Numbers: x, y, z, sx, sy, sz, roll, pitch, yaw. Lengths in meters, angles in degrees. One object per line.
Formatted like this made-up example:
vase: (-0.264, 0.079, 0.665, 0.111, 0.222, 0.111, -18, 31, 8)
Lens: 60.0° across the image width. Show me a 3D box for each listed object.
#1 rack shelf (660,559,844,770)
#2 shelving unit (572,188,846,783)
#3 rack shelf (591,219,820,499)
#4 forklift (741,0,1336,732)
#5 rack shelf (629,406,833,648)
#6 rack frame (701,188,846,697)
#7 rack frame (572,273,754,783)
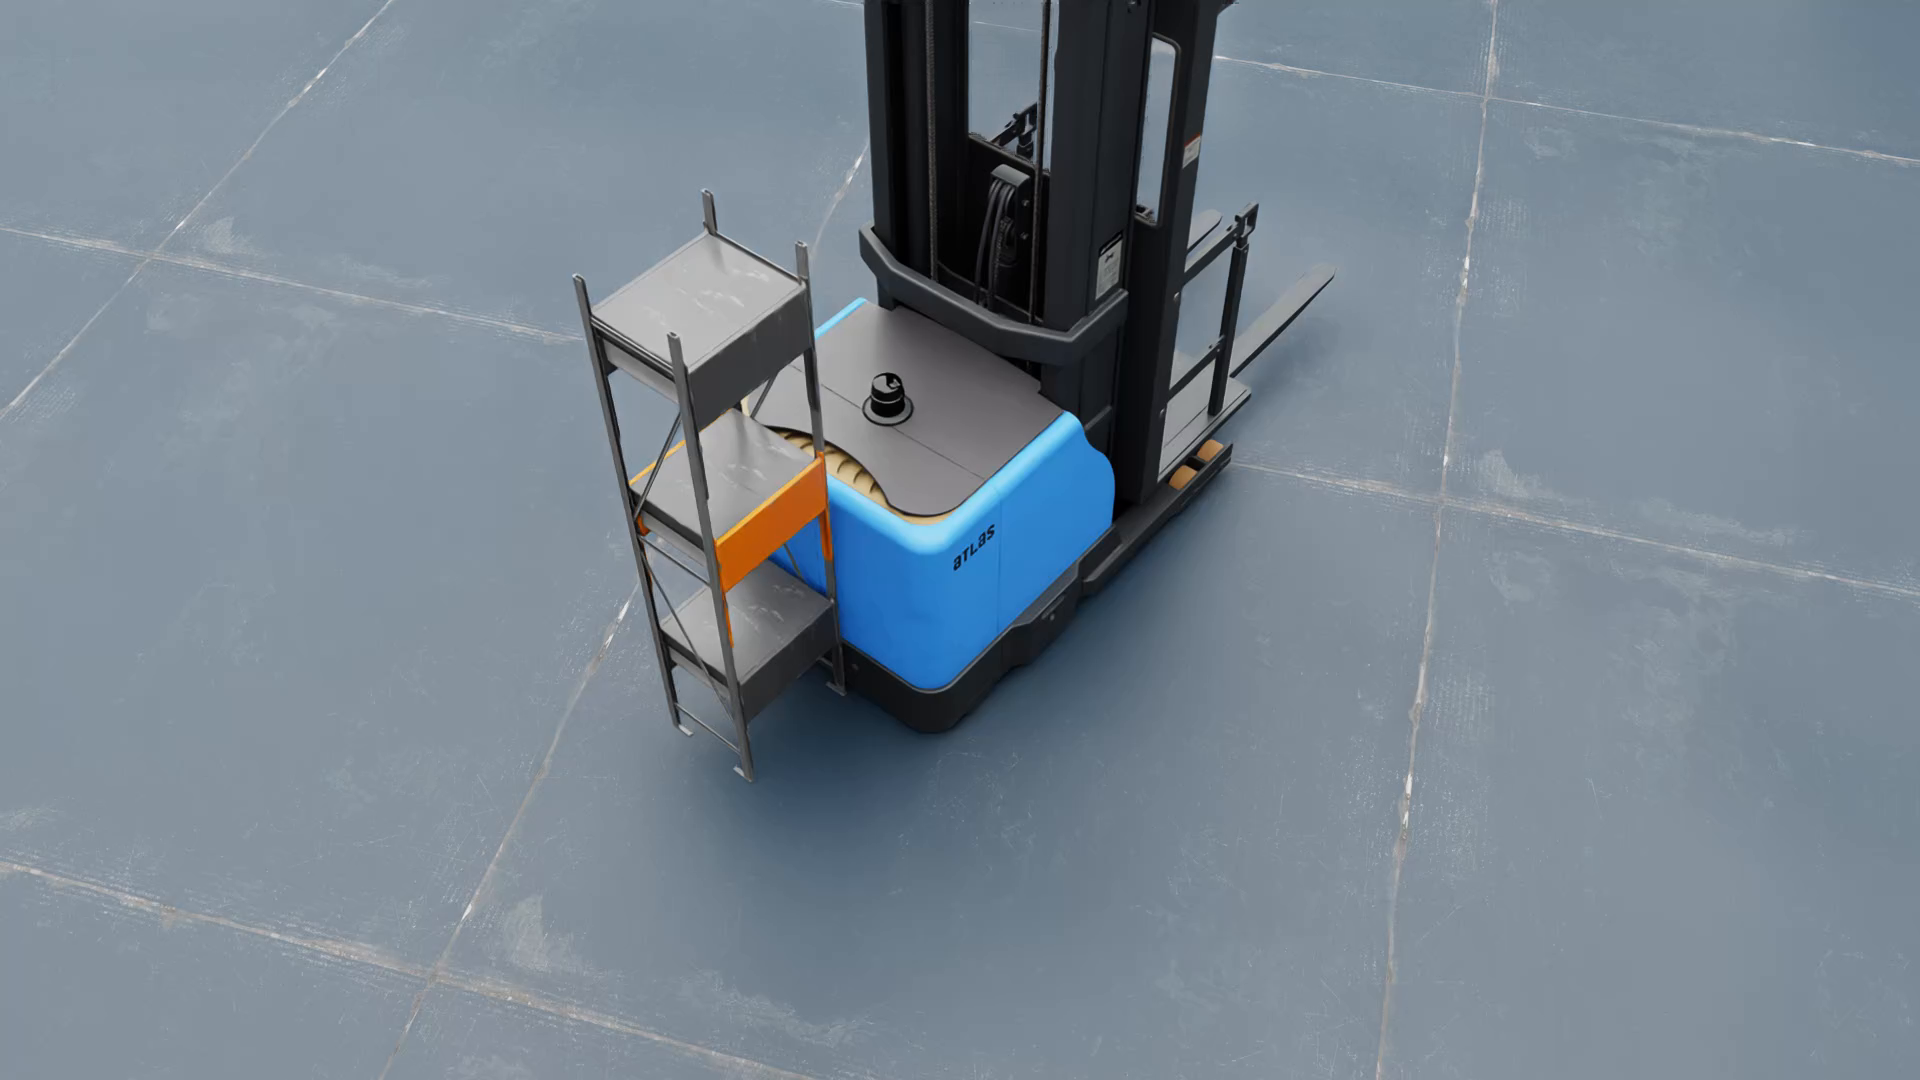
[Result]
rack shelf: (-0.736, 0.402, 5.866, 0.431, 0.518, 0.480, 32, 56, 25)
shelving unit: (-0.736, -0.070, 5.331, 0.431, 2.100, 0.503, 32, 56, 25)
rack shelf: (-0.736, -0.525, 4.816, 0.431, 0.518, 0.480, 32, 56, 25)
forklift: (0.468, -1.325, 5.884, 1.130, 2.935, 3.031, 32, 56, 25)
rack shelf: (-0.736, -0.061, 5.341, 0.431, 0.518, 0.480, 32, 56, 25)
rack frame: (-0.581, -0.212, 5.455, 0.400, 2.100, 0.015, 32, 56, 25)
rack frame: (-0.891, 0.071, 5.206, 0.400, 2.100, 0.015, 32, 56, 25)
